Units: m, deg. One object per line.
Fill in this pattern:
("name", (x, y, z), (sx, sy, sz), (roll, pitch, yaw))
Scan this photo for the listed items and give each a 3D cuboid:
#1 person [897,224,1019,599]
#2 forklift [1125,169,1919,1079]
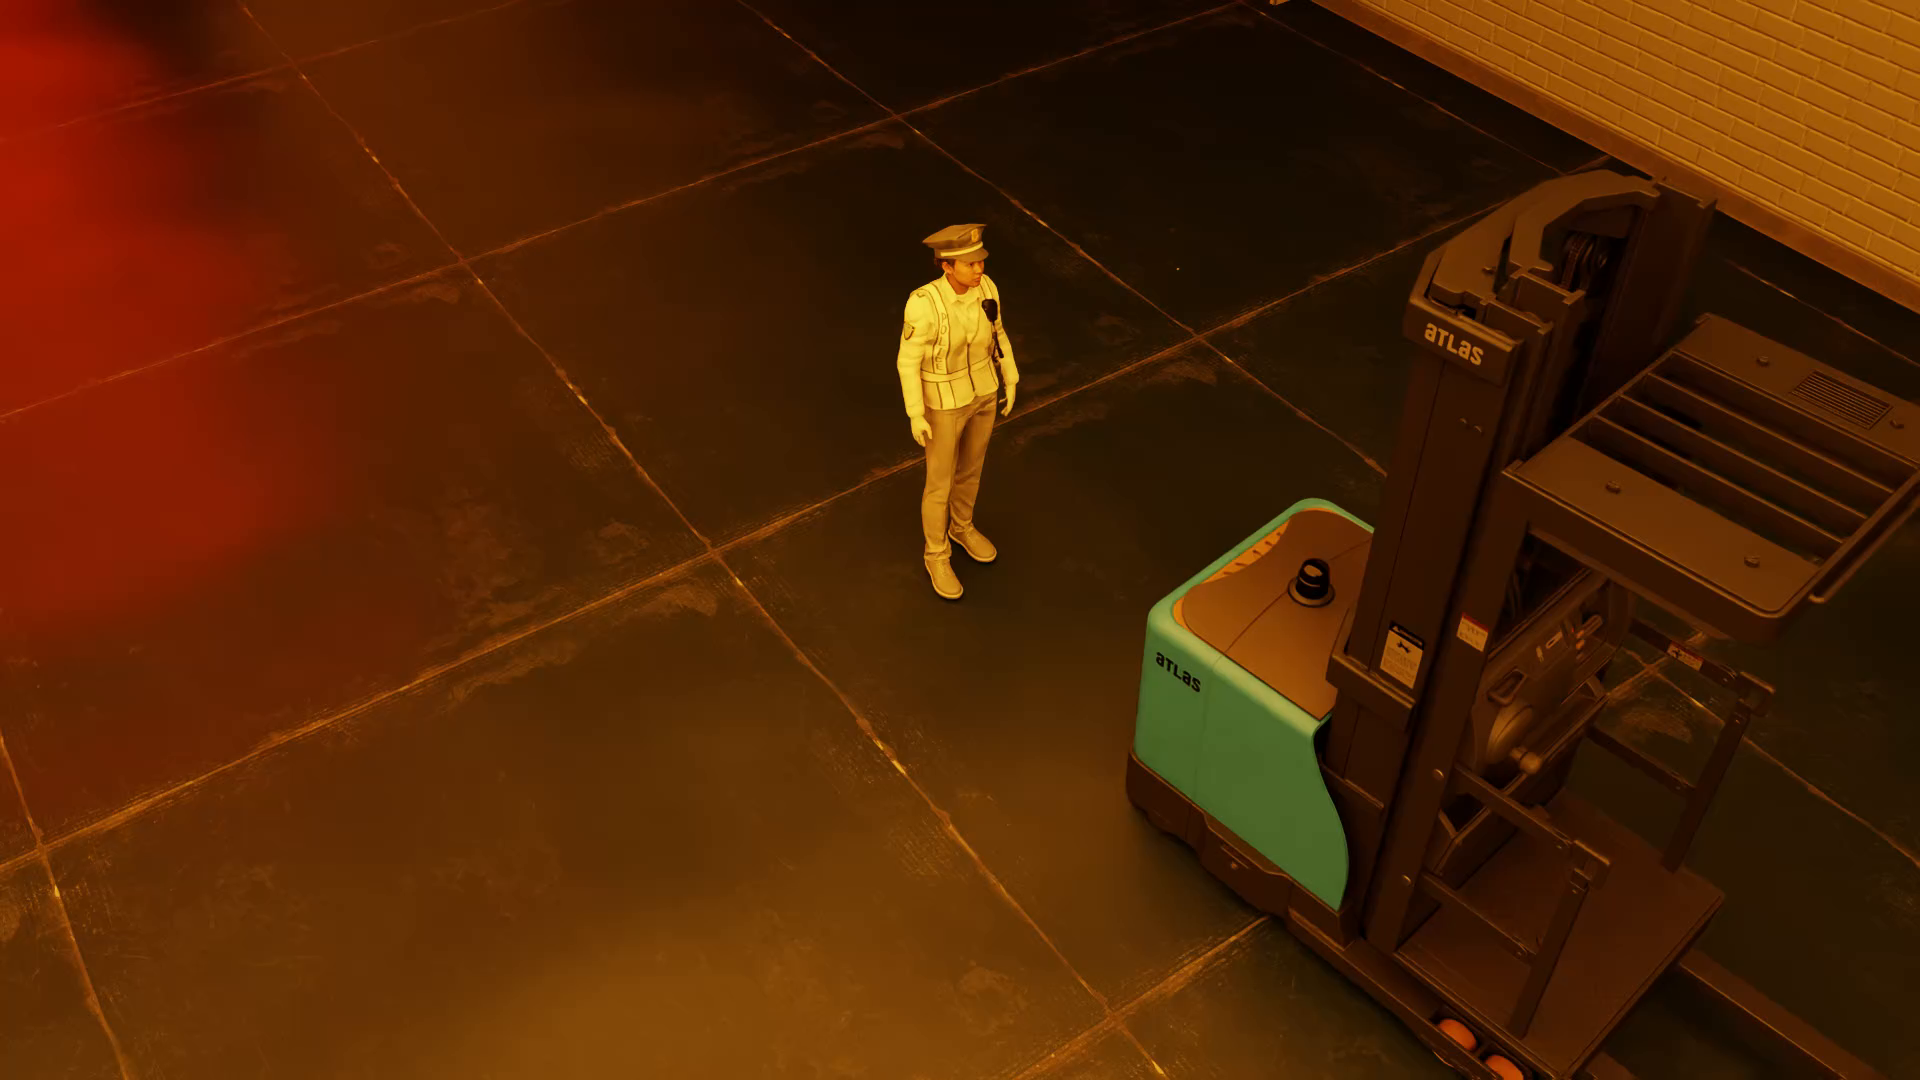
("person", (0.034, -0.588, 7.255), (0.587, 1.695, 0.531), (-25, 48, -25))
("forklift", (2.039, 0.474, 5.201), (1.130, 2.935, 3.031), (-32, 52, -30))
